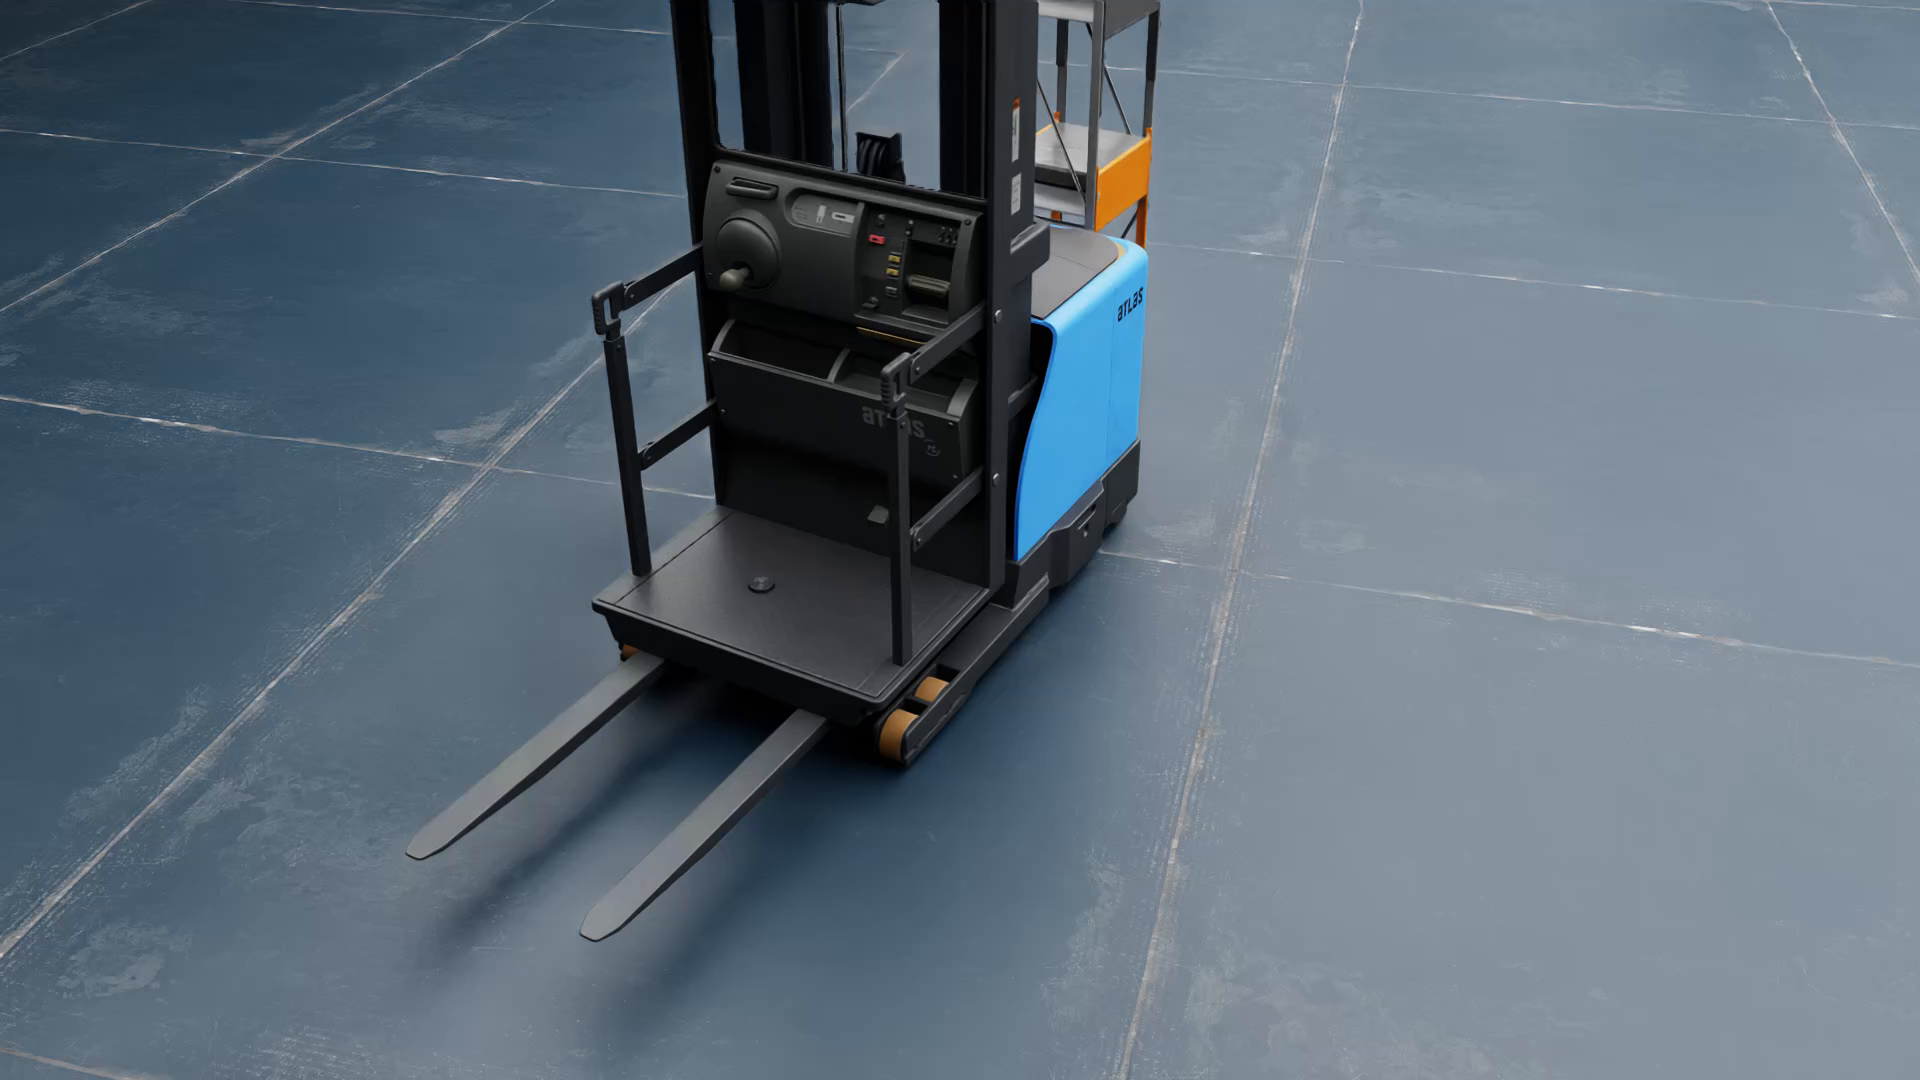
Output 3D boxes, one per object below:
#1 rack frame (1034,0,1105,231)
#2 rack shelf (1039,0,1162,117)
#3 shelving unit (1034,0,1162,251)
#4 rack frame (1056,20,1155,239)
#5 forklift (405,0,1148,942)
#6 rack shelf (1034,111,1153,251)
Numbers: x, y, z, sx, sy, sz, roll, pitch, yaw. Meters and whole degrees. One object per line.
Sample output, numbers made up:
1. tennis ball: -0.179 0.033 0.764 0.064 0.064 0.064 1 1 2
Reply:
1. rack frame: 0.312 -1.176 6.143 0.400 2.100 0.015 17 36 24
2. rack shelf: 0.432 -1.870 5.955 0.431 0.518 0.480 17 36 24
3. shelving unit: 0.432 -1.290 6.323 0.431 2.100 0.503 17 36 24
4. rack frame: 0.551 -1.405 6.502 0.400 2.100 0.015 17 36 24
5. forklift: -0.475 -0.823 4.813 1.130 2.935 3.031 17 36 24
6. rack shelf: 0.432 -1.279 6.330 0.431 0.518 0.480 17 36 24
